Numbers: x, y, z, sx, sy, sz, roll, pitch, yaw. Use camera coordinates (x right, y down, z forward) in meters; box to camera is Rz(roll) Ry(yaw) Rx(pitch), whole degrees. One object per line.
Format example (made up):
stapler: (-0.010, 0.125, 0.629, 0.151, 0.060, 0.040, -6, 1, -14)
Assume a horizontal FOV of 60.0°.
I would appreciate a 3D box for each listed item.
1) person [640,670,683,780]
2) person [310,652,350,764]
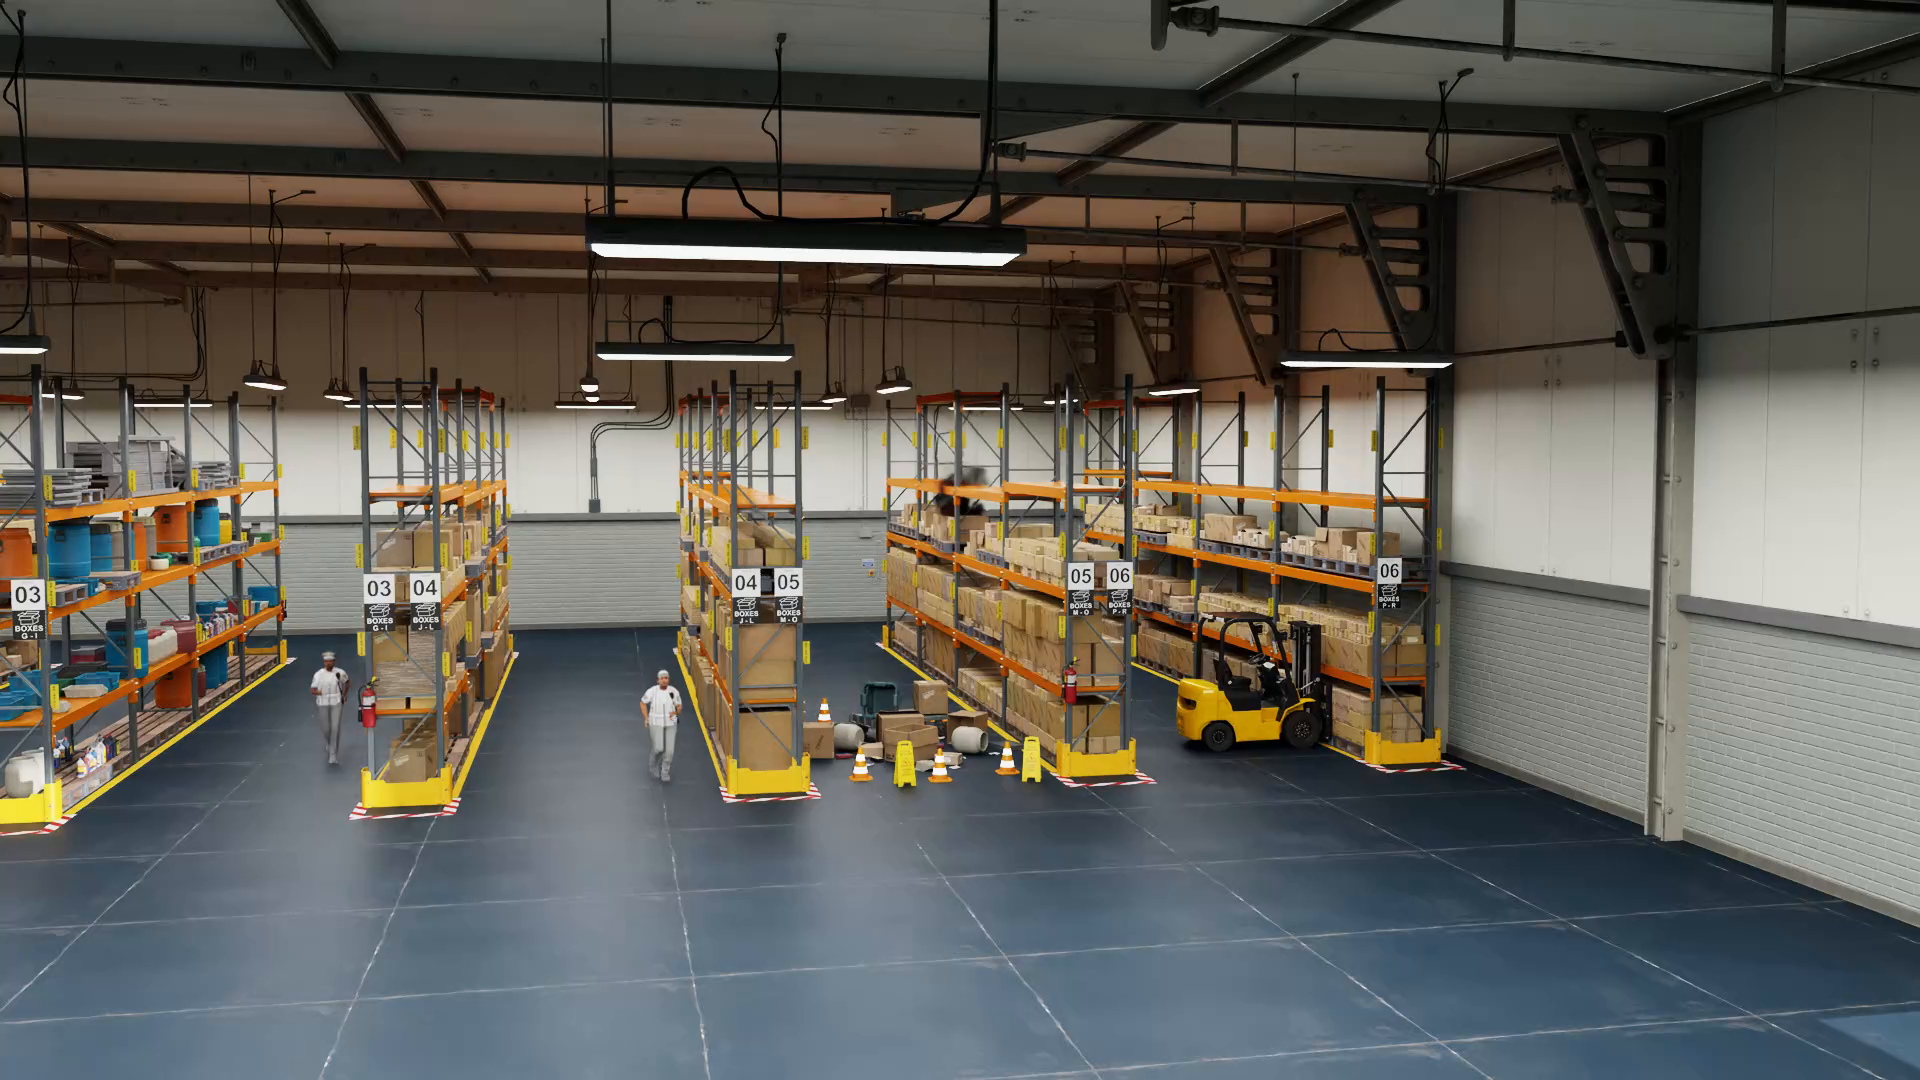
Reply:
person: (-4.363, 2.729, 24.423, 0.586, 1.629, 0.575, -1, 4, -20)
person: (-9.874, 2.589, 26.050, 0.551, 1.699, 0.923, -1, 4, -17)
